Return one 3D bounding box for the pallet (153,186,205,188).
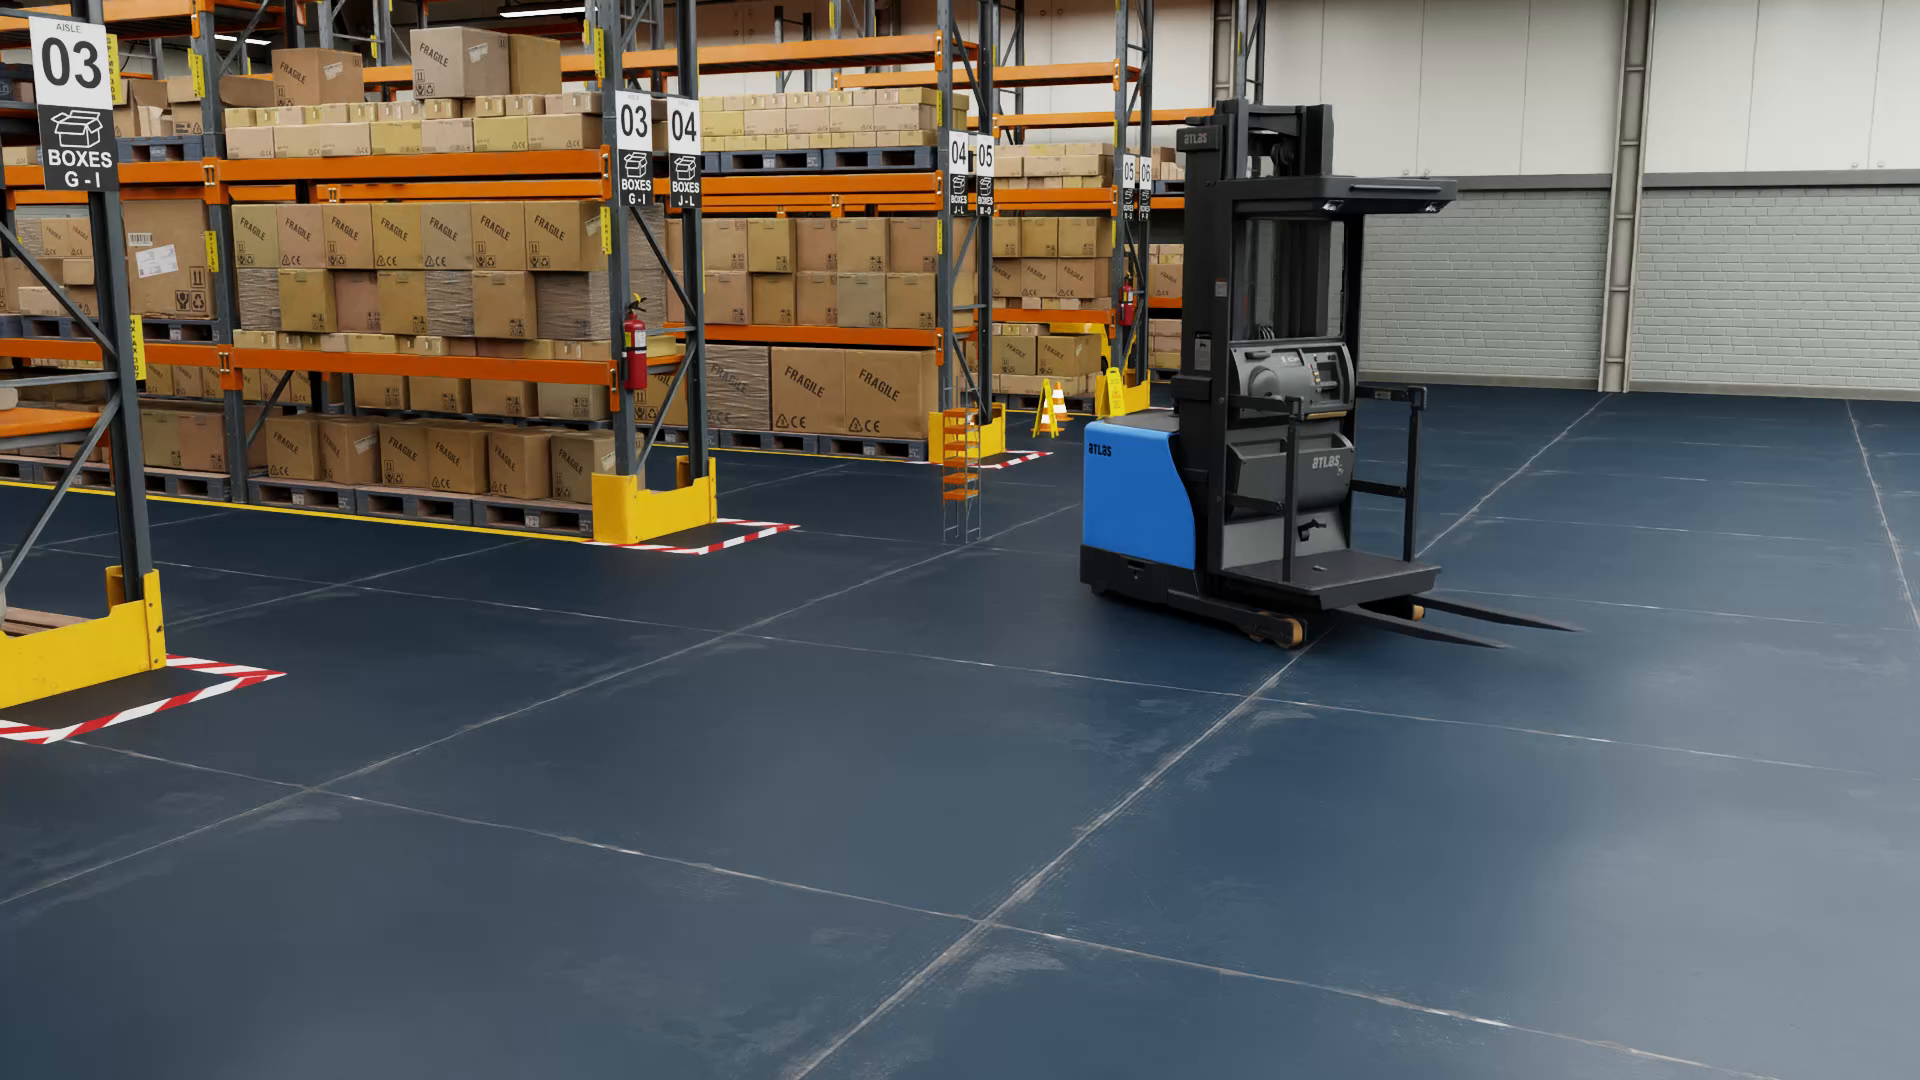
[{"bbox_3d":[-9.266,-4.507,20.813,1.003,0.211,1.213,5,11,26],"label":"pallet"}]

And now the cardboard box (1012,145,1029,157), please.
[{"bbox_3d":[0.851,-4.939,21.144,0.250,0.149,0.380,5,11,26],"label":"cardboard box"}]

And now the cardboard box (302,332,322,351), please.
[{"bbox_3d":[-5.072,-1.612,13.417,0.250,0.149,0.380,5,11,26],"label":"cardboard box"}]

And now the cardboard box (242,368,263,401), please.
[{"bbox_3d":[-8.768,-2.022,20.820,0.500,0.500,0.500,4,11,23],"label":"cardboard box"}]

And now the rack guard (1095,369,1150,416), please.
[{"bbox_3d":[2.089,-1.899,21.318,0.348,0.500,1.175,5,11,26],"label":"rack guard"}]

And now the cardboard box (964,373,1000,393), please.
[{"bbox_3d":[0.381,-2.080,21.840,0.500,0.250,0.500,5,11,24],"label":"cardboard box"}]

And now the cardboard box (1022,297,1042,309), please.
[{"bbox_3d":[0.986,-3.036,21.287,0.250,0.149,0.380,5,12,27],"label":"cardboard box"}]

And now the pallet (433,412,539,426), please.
[{"bbox_3d":[-5.353,-1.412,19.440,1.213,0.211,1.003,5,11,26],"label":"pallet"}]

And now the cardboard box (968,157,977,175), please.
[{"bbox_3d":[0.207,-4.788,21.427,0.500,0.250,0.500,5,11,26],"label":"cardboard box"}]

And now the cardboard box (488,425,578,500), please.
[{"bbox_3d":[-3.331,-0.610,13.020,0.500,0.500,0.500,9,14,41],"label":"cardboard box"}]

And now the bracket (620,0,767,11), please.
[{"bbox_3d":[-4.096,-9.490,29.290,4.783,0.066,0.076,5,11,26],"label":"bracket"}]

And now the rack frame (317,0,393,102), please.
[{"bbox_3d":[-7.117,-5.907,19.599,0.127,3.000,1.000,5,11,26],"label":"rack frame"}]

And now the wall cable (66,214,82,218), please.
[{"bbox_3d":[-16.641,-5.552,31.630,0.122,1.984,0.588,5,11,26],"label":"wall cable"}]

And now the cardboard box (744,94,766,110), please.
[{"bbox_3d":[-1.989,-4.437,16.909,0.250,0.149,0.380,5,11,26],"label":"cardboard box"}]

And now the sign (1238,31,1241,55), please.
[{"bbox_3d":[4.097,-7.281,24.347,0.005,0.325,0.100,5,11,26],"label":"sign"}]

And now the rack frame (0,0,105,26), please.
[{"bbox_3d":[-4.419,-3.701,7.413,0.127,3.000,1.000,5,11,26],"label":"rack frame"}]

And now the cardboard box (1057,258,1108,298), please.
[{"bbox_3d":[1.549,-3.317,21.021,0.500,0.500,0.500,5,11,25],"label":"cardboard box"}]

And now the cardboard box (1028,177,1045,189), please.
[{"bbox_3d":[1.055,-4.530,21.121,0.250,0.149,0.380,5,11,26],"label":"cardboard box"}]

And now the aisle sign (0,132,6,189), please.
[{"bbox_3d":[-4.486,-1.975,7.422,0.004,0.787,0.394,5,11,26],"label":"aisle sign"}]

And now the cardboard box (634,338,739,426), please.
[{"bbox_3d":[-2.996,-1.740,18.208,0.875,0.875,0.875,5,11,27],"label":"cardboard box"}]

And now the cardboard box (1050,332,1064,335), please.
[{"bbox_3d":[1.064,-2.496,22.032,0.500,0.500,0.500,5,11,24],"label":"cardboard box"}]

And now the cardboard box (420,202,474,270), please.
[{"bbox_3d":[-3.728,-2.310,12.647,0.500,0.500,0.500,5,11,26],"label":"cardboard box"}]

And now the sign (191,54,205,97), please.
[{"bbox_3d":[-6.057,-3.691,13.220,0.005,0.325,0.100,5,11,26],"label":"sign"}]

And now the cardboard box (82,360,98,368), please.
[{"bbox_3d":[-11.385,-2.367,22.040,0.250,0.149,0.380,5,11,27],"label":"cardboard box"}]

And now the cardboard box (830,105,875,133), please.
[{"bbox_3d":[-0.953,-4.162,16.509,0.500,0.250,0.500,5,11,26],"label":"cardboard box"}]

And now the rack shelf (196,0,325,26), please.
[{"bbox_3d":[-4.021,-4.294,12.719,4.000,0.370,1.077,5,11,26],"label":"rack shelf"}]

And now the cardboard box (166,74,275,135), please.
[{"bbox_3d":[-6.192,-3.642,14.038,0.637,0.503,0.797,4,11,23],"label":"cardboard box"}]

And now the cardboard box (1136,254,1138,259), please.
[{"bbox_3d":[2.754,-4.364,25.819,0.250,0.149,0.380,5,11,26],"label":"cardboard box"}]

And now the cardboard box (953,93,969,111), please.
[{"bbox_3d":[-0.101,-4.402,16.715,0.250,0.149,0.380,5,11,26],"label":"cardboard box"}]

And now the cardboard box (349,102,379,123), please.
[{"bbox_3d":[-4.473,-3.282,12.822,0.250,0.149,0.380,5,11,25],"label":"cardboard box"}]

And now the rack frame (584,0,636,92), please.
[{"bbox_3d":[-5.017,-6.705,24.012,0.127,3.000,1.000,5,11,26],"label":"rack frame"}]

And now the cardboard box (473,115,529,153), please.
[{"bbox_3d":[-3.221,-2.979,12.264,0.500,0.250,0.500,5,11,26],"label":"cardboard box"}]

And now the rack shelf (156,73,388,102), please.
[{"bbox_3d":[-8.910,-5.514,20.570,4.000,0.370,1.077,5,11,26],"label":"rack shelf"}]

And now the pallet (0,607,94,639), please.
[{"bbox_3d":[-5.234,0.560,8.545,1.213,0.211,1.003,5,11,26],"label":"pallet"}]

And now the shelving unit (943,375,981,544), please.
[{"bbox_3d":[0.013,-0.589,12.117,0.189,1.200,0.258,5,11,26],"label":"shelving unit"}]

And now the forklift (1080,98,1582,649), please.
[{"bbox_3d":[2.016,-0.954,9.269,1.130,2.935,3.031,-7,13,-35],"label":"forklift"}]

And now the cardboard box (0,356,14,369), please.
[{"bbox_3d":[-10.011,-1.389,16.272,0.875,0.875,1.225,4,11,23],"label":"cardboard box"}]

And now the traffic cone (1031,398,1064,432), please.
[{"bbox_3d":[1.015,-1.498,19.210,0.334,0.463,0.336,5,11,26],"label":"traffic cone"}]

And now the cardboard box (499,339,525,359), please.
[{"bbox_3d":[-3.263,-1.460,12.577,0.250,0.149,0.380,5,11,26],"label":"cardboard box"}]

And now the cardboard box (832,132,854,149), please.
[{"bbox_3d":[-1.073,-3.965,16.537,0.250,0.149,0.380,5,11,26],"label":"cardboard box"}]

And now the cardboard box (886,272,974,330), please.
[{"bbox_3d":[-0.295,-2.420,16.759,0.550,0.550,0.875,5,11,26],"label":"cardboard box"}]

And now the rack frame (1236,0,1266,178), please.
[{"bbox_3d":[4.350,-6.868,24.910,0.127,3.000,1.000,5,11,26],"label":"rack frame"}]

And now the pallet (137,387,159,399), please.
[{"bbox_3d":[-11.322,-1.945,22.385,1.213,0.211,1.003,5,11,26],"label":"pallet"}]

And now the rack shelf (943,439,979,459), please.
[{"bbox_3d":[0.013,-0.664,12.104,0.180,0.103,0.258,5,11,26],"label":"rack shelf"}]

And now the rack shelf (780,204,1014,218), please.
[{"bbox_3d":[-1.030,-5.511,27.854,4.000,0.370,1.077,5,11,26],"label":"rack shelf"}]

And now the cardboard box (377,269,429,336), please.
[{"bbox_3d":[-4.083,-1.891,13.142,0.500,0.500,0.875,5,11,26],"label":"cardboard box"}]

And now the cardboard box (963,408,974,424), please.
[{"bbox_3d":[0.089,-1.501,20.104,0.380,0.149,0.250,-7,12,-33],"label":"cardboard box"}]

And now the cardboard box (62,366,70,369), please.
[{"bbox_3d":[-11.805,-2.267,22.326,0.250,0.149,0.380,5,11,26],"label":"cardboard box"}]

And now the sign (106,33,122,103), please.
[{"bbox_3d":[-4.172,-2.317,8.163,0.005,0.325,0.100,5,11,26],"label":"sign"}]

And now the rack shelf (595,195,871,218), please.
[{"bbox_3d":[-3.223,-4.718,23.472,4.000,0.370,1.077,5,11,26],"label":"rack shelf"}]

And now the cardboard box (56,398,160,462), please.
[{"bbox_3d":[-7.778,-1.022,15.239,0.500,0.500,0.700,6,12,31],"label":"cardboard box"}]

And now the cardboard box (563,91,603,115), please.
[{"bbox_3d":[-2.615,-3.111,11.874,0.250,0.149,0.380,5,11,26],"label":"cardboard box"}]

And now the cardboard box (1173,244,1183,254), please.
[{"bbox_3d":[3.454,-4.456,25.491,0.250,0.149,0.380,5,12,27],"label":"cardboard box"}]

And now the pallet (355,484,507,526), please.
[{"bbox_3d":[-4.099,-0.340,13.516,1.213,0.211,1.003,5,11,26],"label":"pallet"}]

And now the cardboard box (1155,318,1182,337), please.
[{"bbox_3d":[3.339,-3.287,25.705,0.500,0.250,0.500,5,12,27],"label":"cardboard box"}]
